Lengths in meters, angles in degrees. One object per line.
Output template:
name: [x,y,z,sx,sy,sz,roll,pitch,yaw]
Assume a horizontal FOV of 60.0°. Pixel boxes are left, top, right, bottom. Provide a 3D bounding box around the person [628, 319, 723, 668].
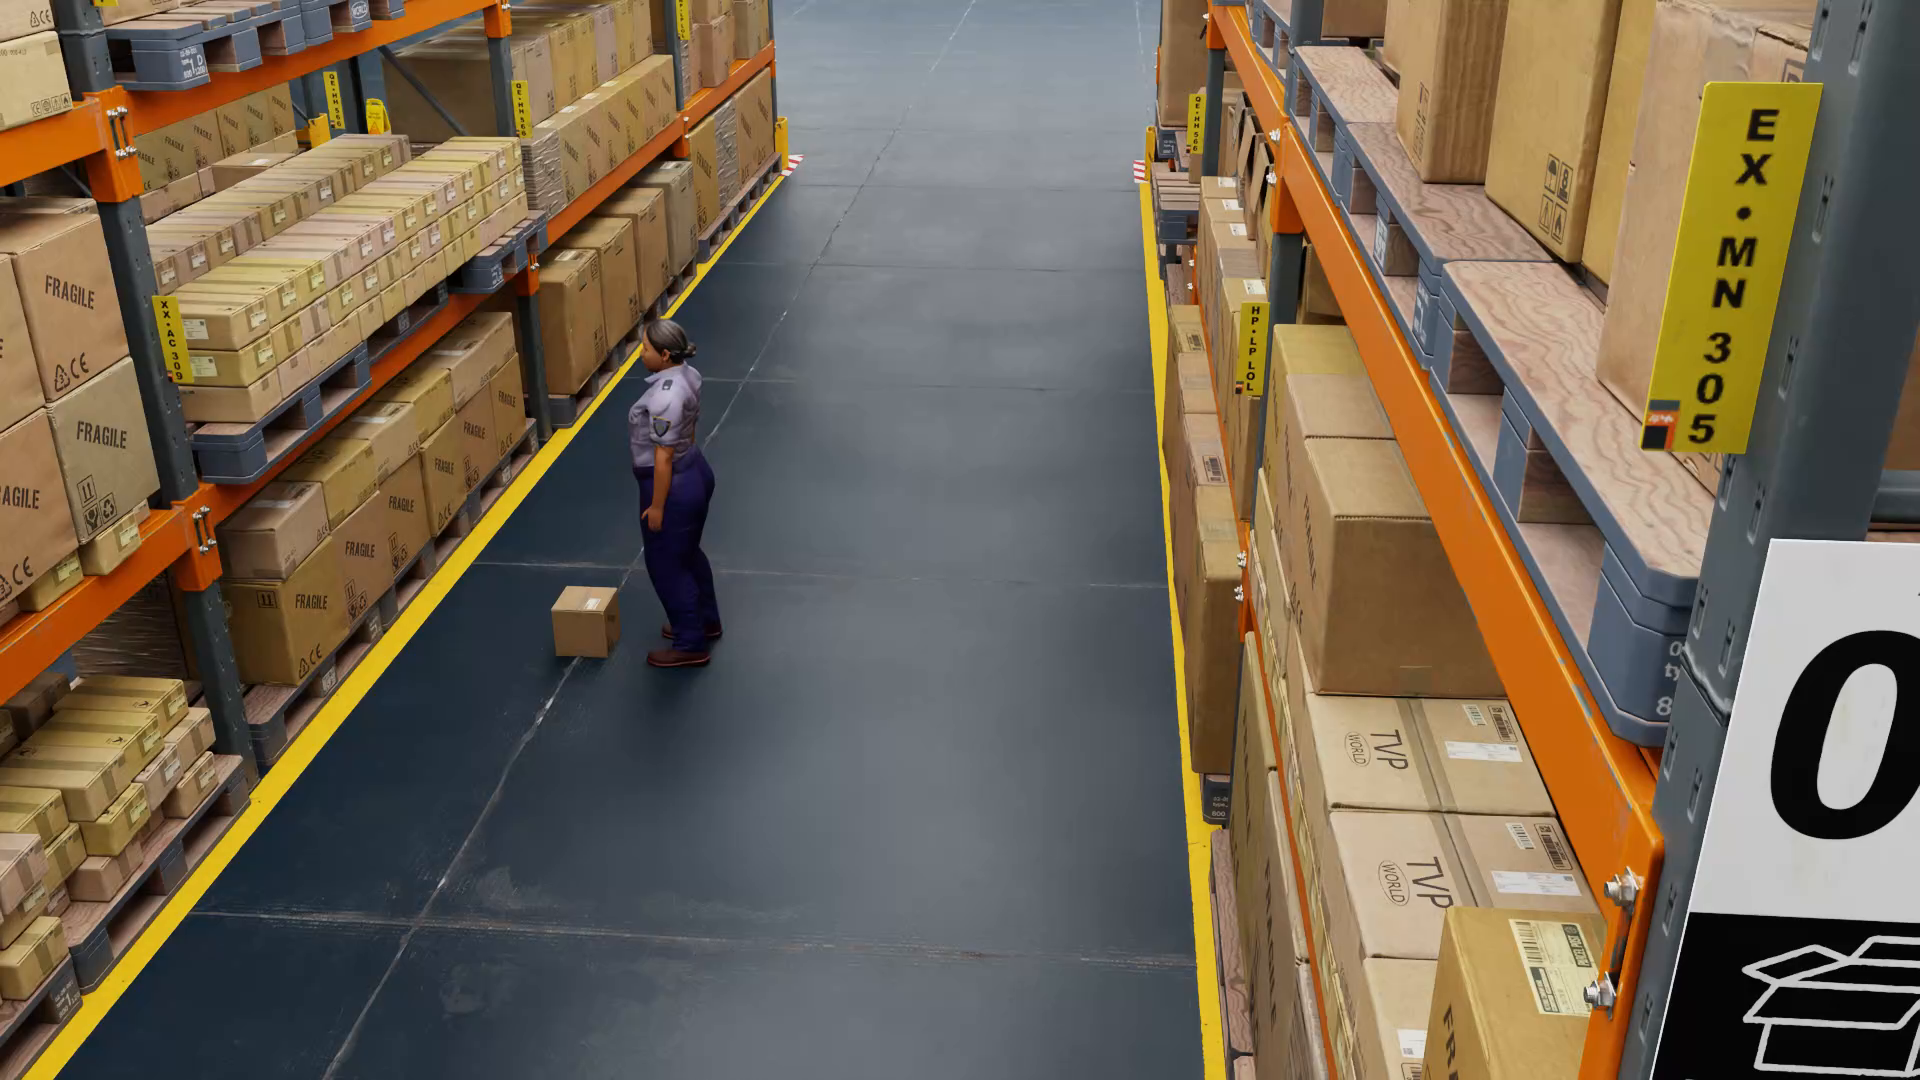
person: [-1.317,-0.218,7.605,0.342,1.645,0.468,2,25,5]
